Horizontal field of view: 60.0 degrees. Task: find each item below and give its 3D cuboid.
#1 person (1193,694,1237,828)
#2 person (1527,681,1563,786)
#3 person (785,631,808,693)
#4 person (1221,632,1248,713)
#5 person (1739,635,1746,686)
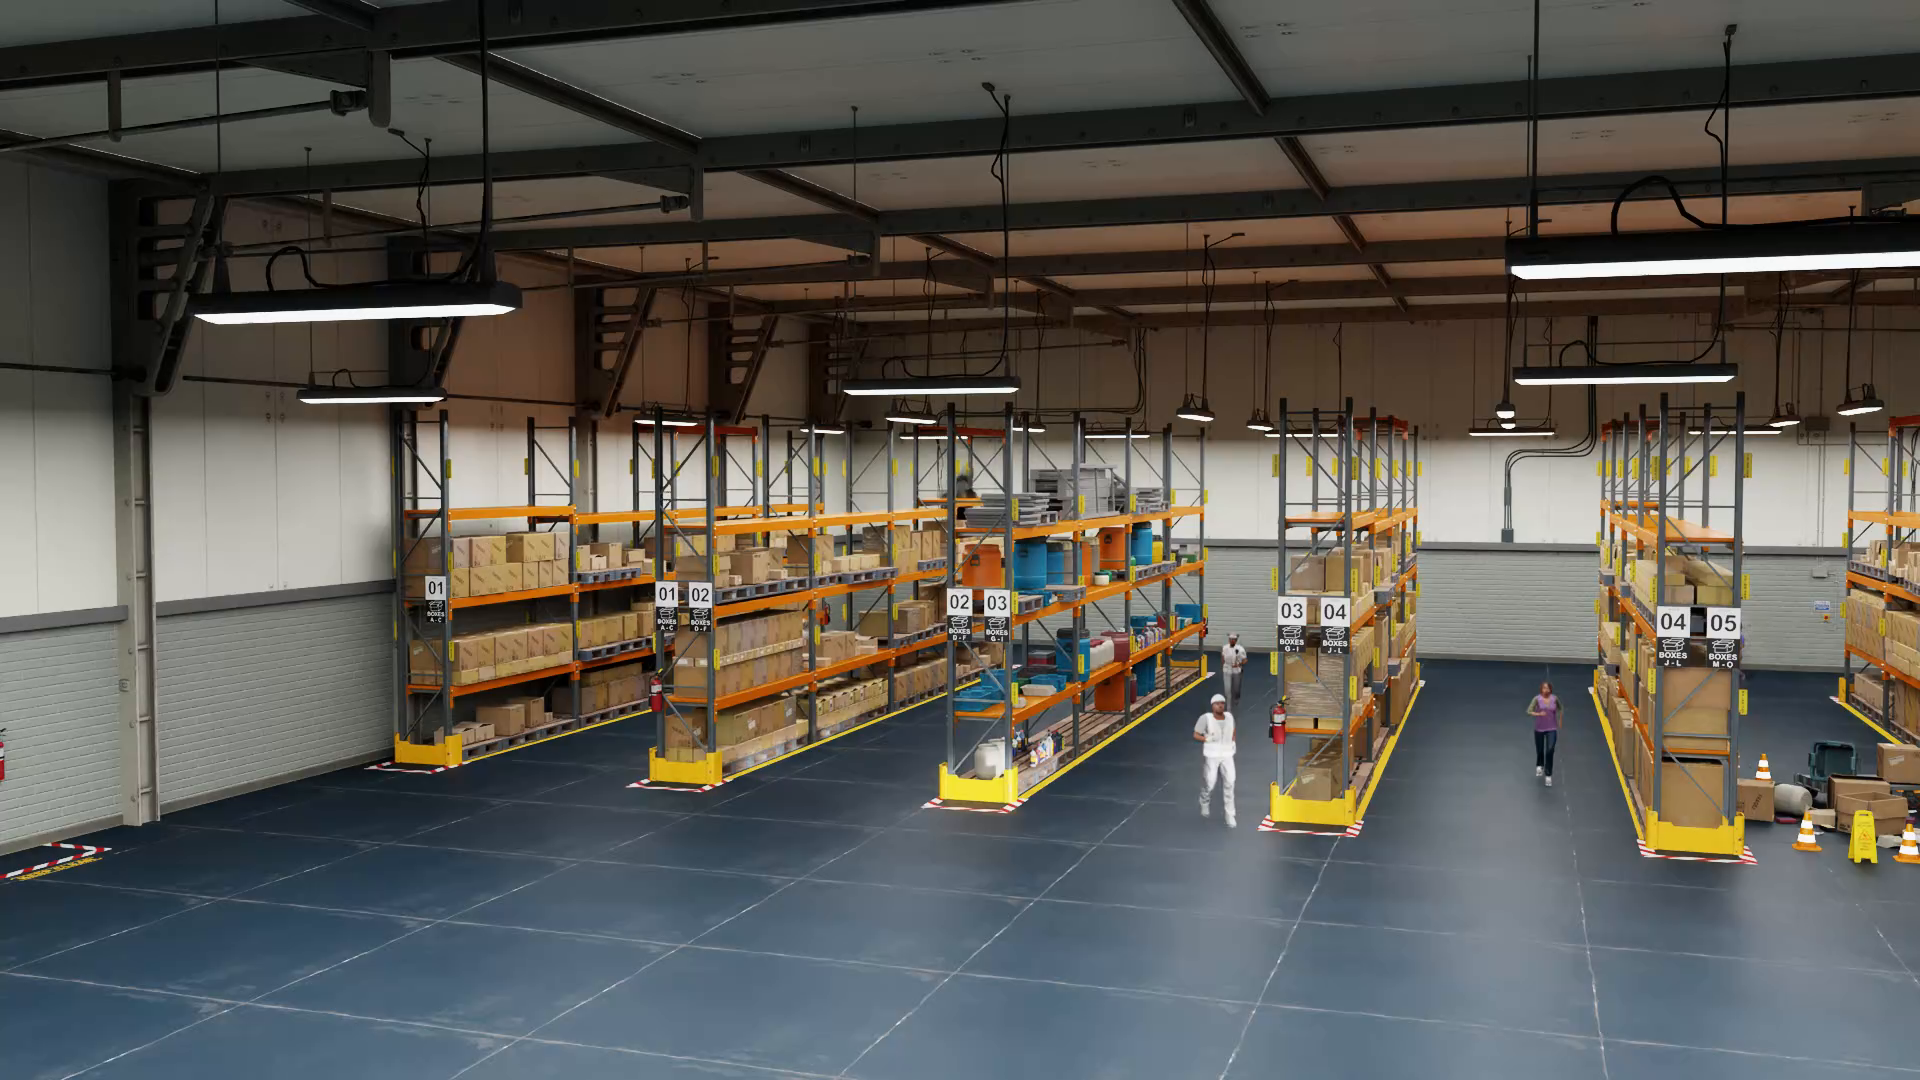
[{"bbox_3d":[3.634,3.082,23.510,0.685,1.812,0.872,0,2,-9],"label":"person"},{"bbox_3d":[9.316,3.043,26.482,0.575,1.610,0.830,1,3,14],"label":"person"},{"bbox_3d":[-3.559,2.552,35.755,0.656,1.814,0.918,0,2,10],"label":"person"},{"bbox_3d":[5.567,2.716,33.783,0.544,1.711,1.049,1,2,12],"label":"person"},{"bbox_3d":[17.370,2.606,37.314,0.561,1.614,0.585,1,3,13],"label":"person"}]
